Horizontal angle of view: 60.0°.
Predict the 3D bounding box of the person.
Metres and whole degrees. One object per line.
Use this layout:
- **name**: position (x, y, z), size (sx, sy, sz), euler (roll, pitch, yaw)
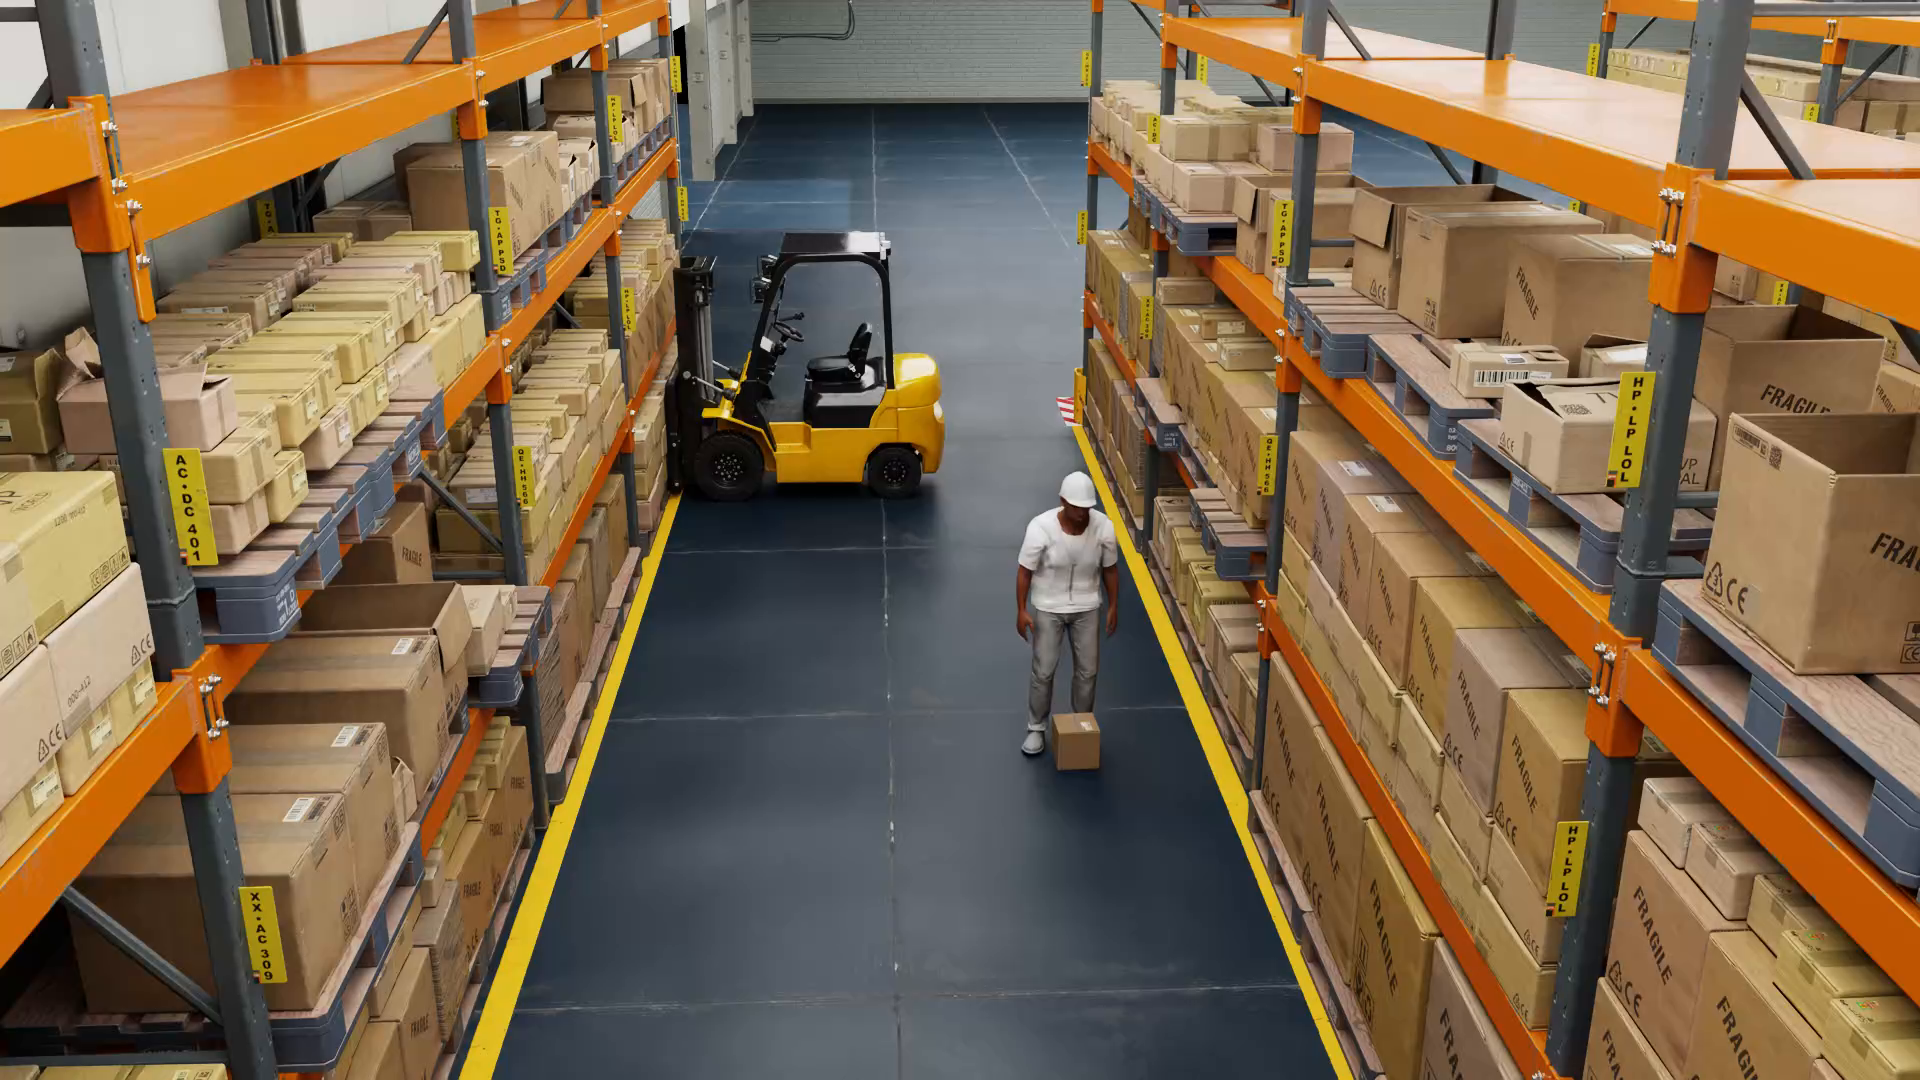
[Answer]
- **person**: position (0.645, 0.421, 9.912), size (0.629, 1.759, 0.460), euler (-3, 20, -8)
